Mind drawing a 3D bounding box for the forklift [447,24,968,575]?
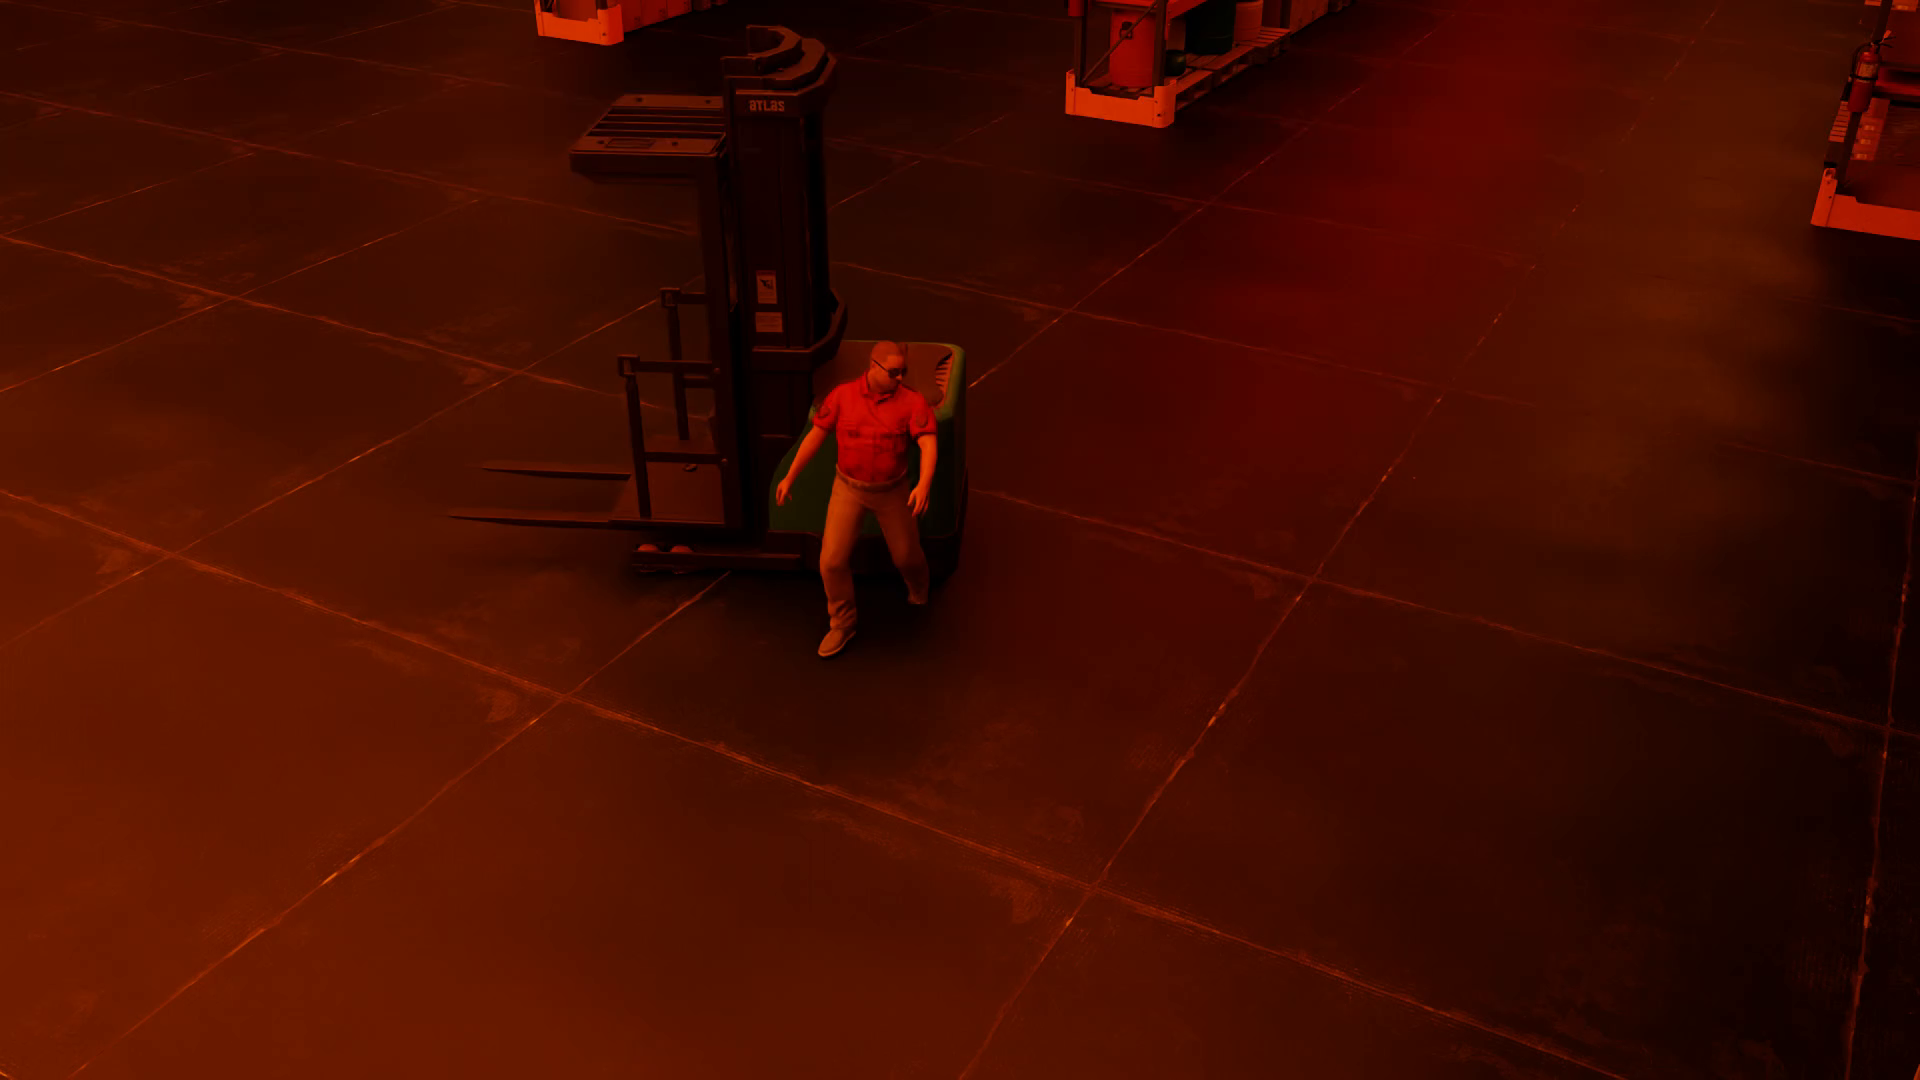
[{"bbox_3d":[-1.495,-1.329,9.374,3.031,2.935,1.130,2,30,4],"label":"forklift"}]

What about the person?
[{"bbox_3d":[-0.542,-0.182,8.778,0.866,1.748,0.840,2,30,3],"label":"person"}]
